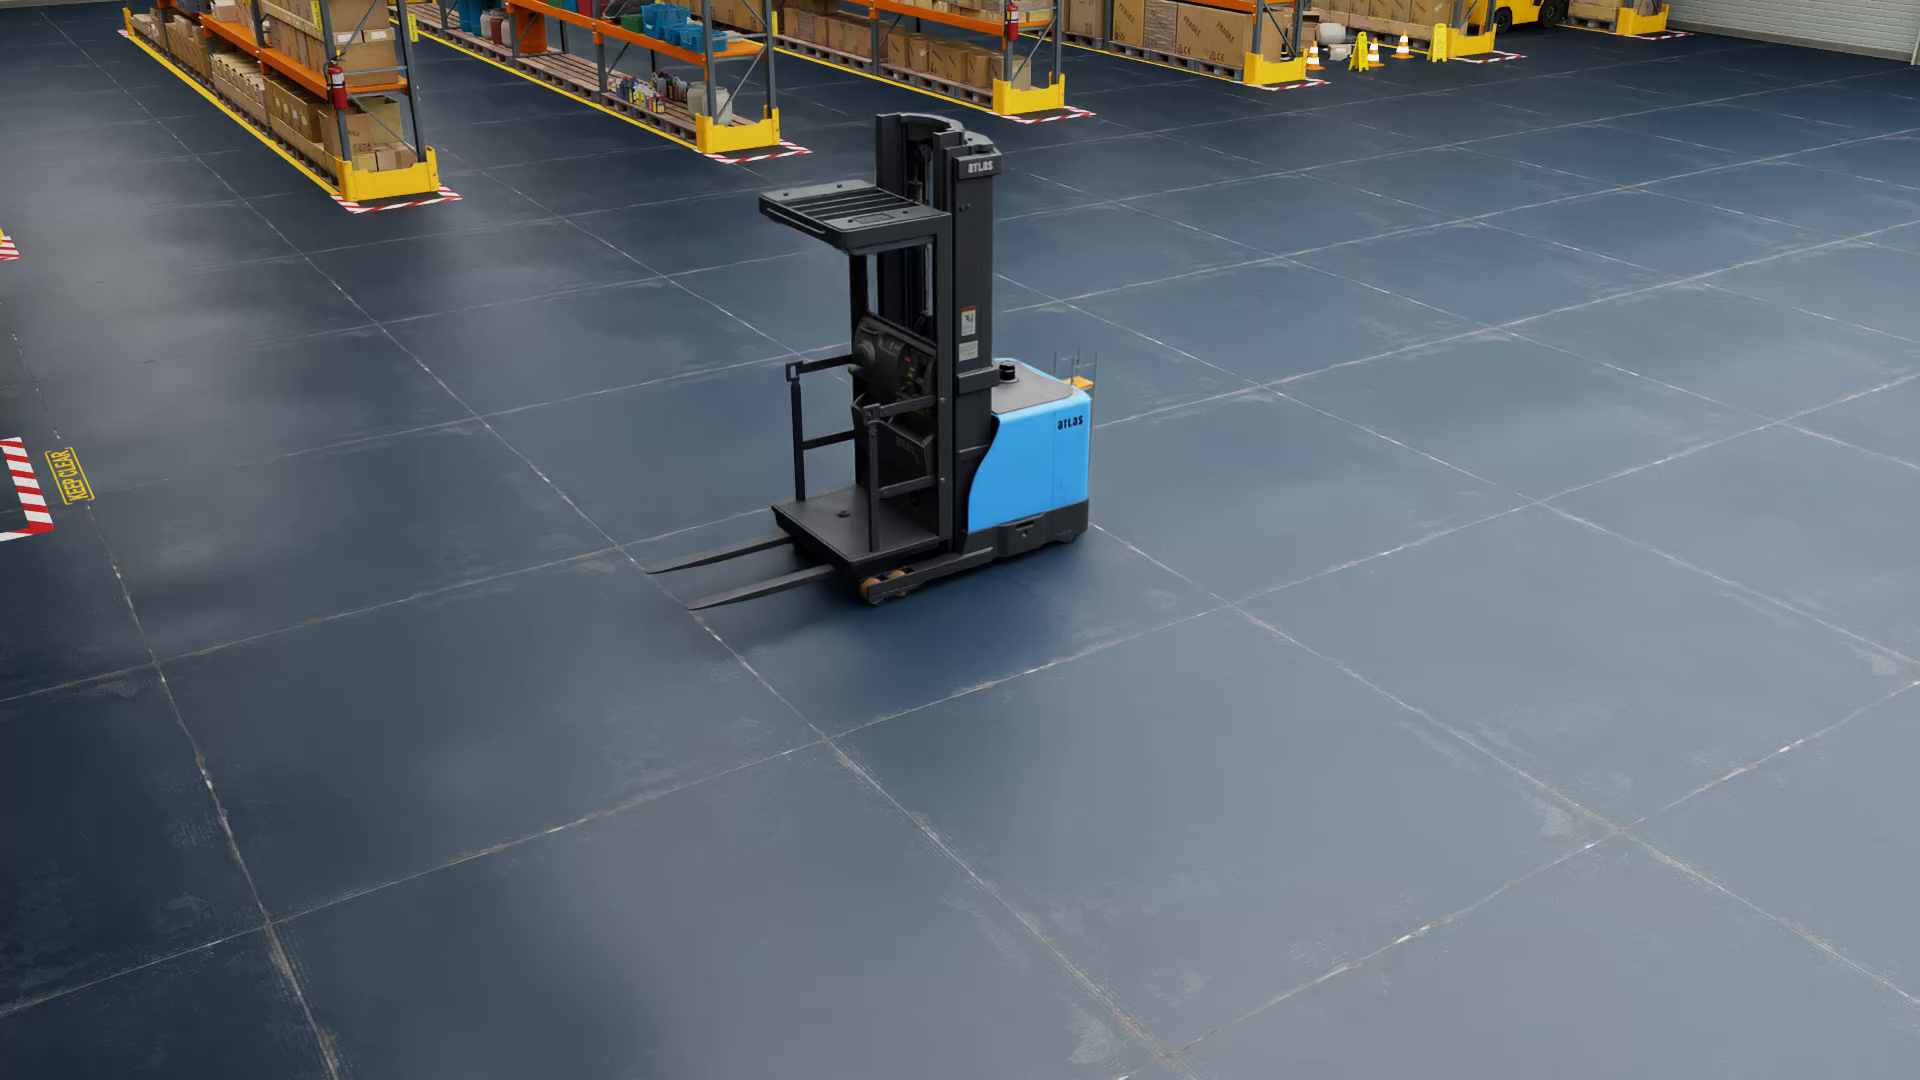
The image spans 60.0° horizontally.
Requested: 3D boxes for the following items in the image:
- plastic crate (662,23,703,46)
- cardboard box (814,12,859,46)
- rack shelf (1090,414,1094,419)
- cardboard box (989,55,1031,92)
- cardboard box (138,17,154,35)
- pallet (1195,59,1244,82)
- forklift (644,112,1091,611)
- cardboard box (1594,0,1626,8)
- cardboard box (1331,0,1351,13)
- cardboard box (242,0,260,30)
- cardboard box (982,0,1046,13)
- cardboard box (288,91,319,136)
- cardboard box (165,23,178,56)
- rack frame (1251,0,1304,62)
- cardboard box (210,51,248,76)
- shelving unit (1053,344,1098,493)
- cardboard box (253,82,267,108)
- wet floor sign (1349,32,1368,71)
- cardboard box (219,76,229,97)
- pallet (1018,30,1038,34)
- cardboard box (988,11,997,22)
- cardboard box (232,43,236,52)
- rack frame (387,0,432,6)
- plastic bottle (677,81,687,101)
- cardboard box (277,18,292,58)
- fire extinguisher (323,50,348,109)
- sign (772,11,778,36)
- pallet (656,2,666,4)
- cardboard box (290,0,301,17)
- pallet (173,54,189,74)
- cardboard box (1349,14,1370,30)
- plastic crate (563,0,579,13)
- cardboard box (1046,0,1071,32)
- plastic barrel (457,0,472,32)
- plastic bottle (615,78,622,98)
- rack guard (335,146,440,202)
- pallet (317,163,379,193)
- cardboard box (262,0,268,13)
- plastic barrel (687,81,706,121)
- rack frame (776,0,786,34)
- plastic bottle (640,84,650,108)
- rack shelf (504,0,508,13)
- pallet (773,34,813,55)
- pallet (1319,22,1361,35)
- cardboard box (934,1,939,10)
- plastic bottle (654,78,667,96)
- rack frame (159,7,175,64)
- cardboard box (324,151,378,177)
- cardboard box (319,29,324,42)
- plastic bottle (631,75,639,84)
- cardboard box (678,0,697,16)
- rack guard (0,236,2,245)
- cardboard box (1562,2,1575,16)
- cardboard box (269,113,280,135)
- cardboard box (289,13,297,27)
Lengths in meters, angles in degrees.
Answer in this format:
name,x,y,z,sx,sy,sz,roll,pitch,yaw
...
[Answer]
name,x,y,z,sx,sy,sz,roll,pitch,yaw
plastic crate,-3.911,-7.164,23.548,0.499,0.251,0.408,-16,29,-30
cardboard box,-2.244,-9.341,30.398,0.700,0.500,0.500,-13,28,-25
rack shelf,0.802,-0.859,11.936,0.258,0.103,0.180,-16,30,-35
cardboard box,0.785,-7.329,26.160,0.500,0.500,0.500,-10,27,-20
cardboard box,-15.319,-9.795,31.653,0.500,0.250,0.500,-16,29,-30
pallet,4.821,-8.169,28.769,1.003,0.211,1.213,-16,29,-30
forklift,-0.605,-1.167,10.751,3.031,2.935,1.130,-16,30,-30
cardboard box,13.044,-10.784,33.185,0.500,0.250,0.500,-16,30,-30
cardboard box,7.630,-10.605,32.515,0.500,0.500,0.500,-14,29,-28
cardboard box,-10.340,-7.857,24.725,0.500,0.500,0.500,-15,29,-29
cardboard box,0.835,-8.425,25.580,0.875,0.500,0.500,-16,29,-30
cardboard box,-8.562,-5.676,22.074,0.500,0.500,0.500,-16,29,-30
cardboard box,-13.681,-8.866,29.392,0.500,0.500,0.500,-17,30,-32
rack frame,5.323,-9.162,27.607,1.000,3.000,0.127,-16,29,-30
cardboard box,-11.517,-7.541,26.244,0.500,0.311,0.500,-14,29,-28
shelving unit,0.799,-0.790,11.967,0.258,1.200,0.189,-16,30,-35
cardboard box,-9.835,-6.444,23.921,0.500,0.311,0.500,-16,29,-30
wet floor sign,6.998,-8.548,29.065,0.267,0.644,0.232,-22,33,-38
cardboard box,-11.242,-7.108,25.984,0.500,0.250,0.500,-16,30,-31
pallet,1.323,-10.463,33.629,1.003,0.211,1.213,-16,29,-30
cardboard box,0.648,-8.072,25.592,0.380,0.149,0.250,-16,29,-30
cardboard box,-11.857,-8.080,27.728,0.500,0.500,0.500,-17,30,-31
rack frame,-11.772,-12.611,34.912,1.000,3.000,0.127,-16,29,-30
plastic bottle,-4.262,-6.880,25.447,0.152,0.276,0.135,-15,29,-29
cardboard box,-8.833,-6.867,22.627,0.700,0.500,0.500,-16,30,-30
fire extinguisher,-7.514,-5.550,20.045,0.296,0.674,0.183,-16,29,-30
sign,-2.574,-7.140,22.999,0.100,0.325,0.005,-16,29,-30
pallet,-5.788,-11.364,35.537,1.003,0.211,1.213,-16,29,-30
cardboard box,-8.304,-7.102,21.606,0.700,0.500,0.500,-16,29,-30
pallet,-13.265,-8.484,29.437,1.003,0.211,1.213,-16,29,-30
cardboard box,7.920,-10.078,32.275,0.500,0.250,0.500,-16,30,-30
plastic crate,-6.084,-8.634,26.506,0.392,0.384,0.575,-16,29,-30
cardboard box,2.202,-10.312,32.187,1.050,0.750,0.750,-16,29,-30
plastic barrel,-9.306,-10.223,31.819,0.600,0.901,0.708,-16,29,-30
plastic bottle,-5.215,-6.961,25.619,0.152,0.276,0.135,-14,29,-28
rack guard,-7.177,-4.596,20.863,1.175,0.500,0.348,-16,29,-30
pallet,-7.642,-4.738,21.501,1.003,0.211,1.213,-16,29,-30
cardboard box,-9.389,-7.363,22.919,0.380,0.149,0.250,-16,29,-30
plastic barrel,-3.735,-6.350,24.072,0.421,0.512,0.421,0,25,0
rack frame,-3.255,-10.904,31.296,1.000,3.000,0.127,-16,29,-30
plastic bottle,-4.692,-6.648,24.869,0.144,0.351,0.185,-14,29,-27
rack shelf,-8.497,-10.139,30.520,1.077,0.370,4.000,-16,29,-30
pallet,-2.830,-9.363,31.299,1.003,0.211,1.213,-16,29,-30
pallet,7.628,-10.289,33.261,1.003,0.211,1.213,-16,29,-30
cardboard box,-0.201,-8.600,26.711,0.380,0.149,0.250,-16,29,-30
plastic bottle,-4.634,-7.011,25.725,0.152,0.276,0.135,-16,29,-30
rack frame,-13.741,-10.027,29.439,1.000,3.000,0.127,-16,29,-30
cardboard box,-7.730,-4.804,21.105,0.500,0.250,0.500,-16,29,-30
cardboard box,-7.702,-6.259,20.581,0.380,0.149,0.250,-15,29,-28
plastic bottle,-5.007,-6.968,25.547,0.144,0.351,0.185,-16,29,-30
cardboard box,-5.072,-11.339,34.216,1.225,0.875,0.875,-15,29,-29
rack guard,-11.380,-3.476,18.490,1.175,0.500,0.348,-16,29,-30
cardboard box,12.522,-10.912,34.042,0.500,0.250,0.500,-15,29,-29
cardboard box,-9.374,-5.876,23.374,0.500,0.250,0.500,-16,29,-30
cardboard box,-8.540,-6.810,21.747,0.380,0.149,0.250,-16,30,-30
